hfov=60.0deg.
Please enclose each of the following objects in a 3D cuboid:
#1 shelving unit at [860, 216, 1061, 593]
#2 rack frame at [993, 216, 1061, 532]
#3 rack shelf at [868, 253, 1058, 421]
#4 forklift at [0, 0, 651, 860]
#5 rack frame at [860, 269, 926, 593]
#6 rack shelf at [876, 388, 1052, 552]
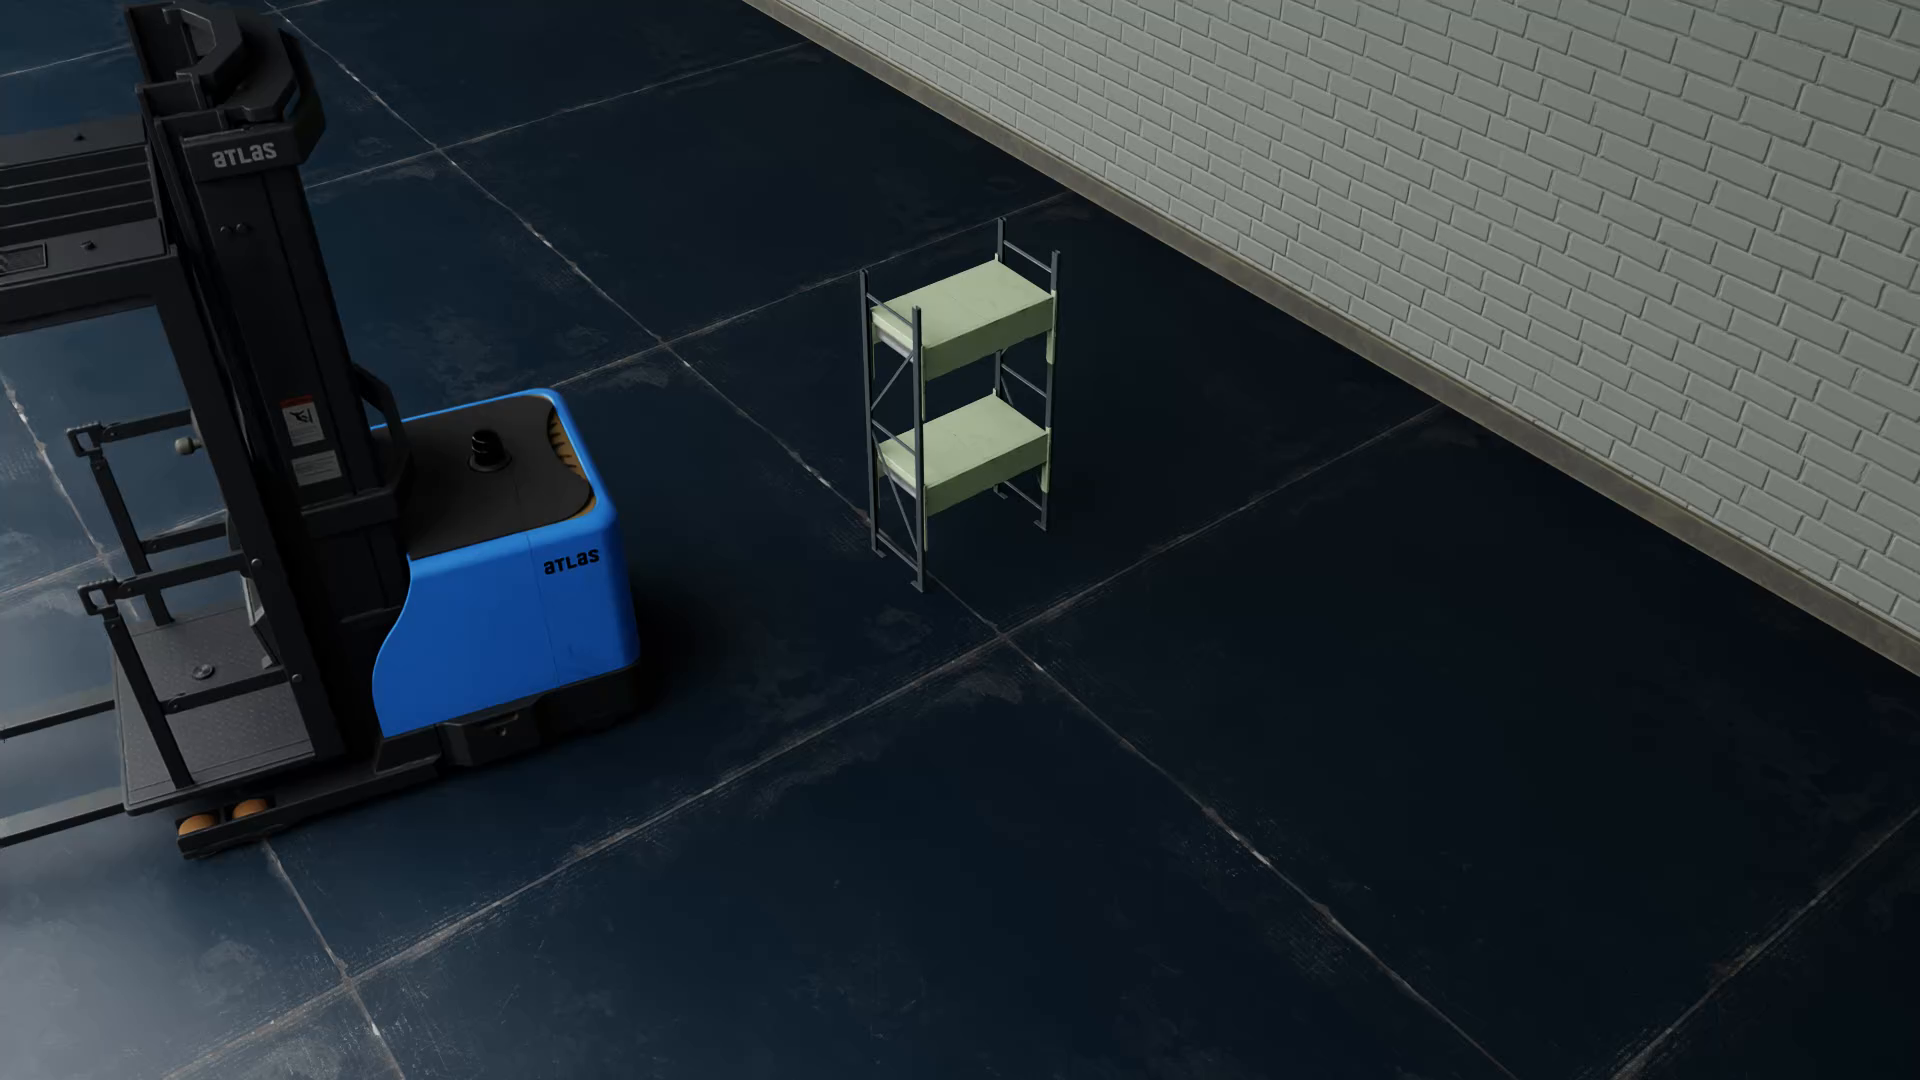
[{"bbox_3d":[0.005,-0.582,7.411,0.755,1.500,0.431,-26,46,-28],"label":"shelving unit"},{"bbox_3d":[0.295,-0.724,7.583,0.023,1.500,0.400,-26,46,-28],"label":"rack frame"},{"bbox_3d":[0.005,-0.884,7.163,0.720,0.370,0.431,-26,46,-28],"label":"rack shelf"},{"bbox_3d":[-2.858,-0.298,5.936,3.031,2.935,1.130,-16,42,-19],"label":"forklift"},{"bbox_3d":[-0.285,-0.441,7.239,0.023,1.500,0.400,-26,46,-28],"label":"rack frame"},{"bbox_3d":[0.005,-0.330,7.618,0.720,0.370,0.431,-26,46,-28],"label":"rack shelf"}]
